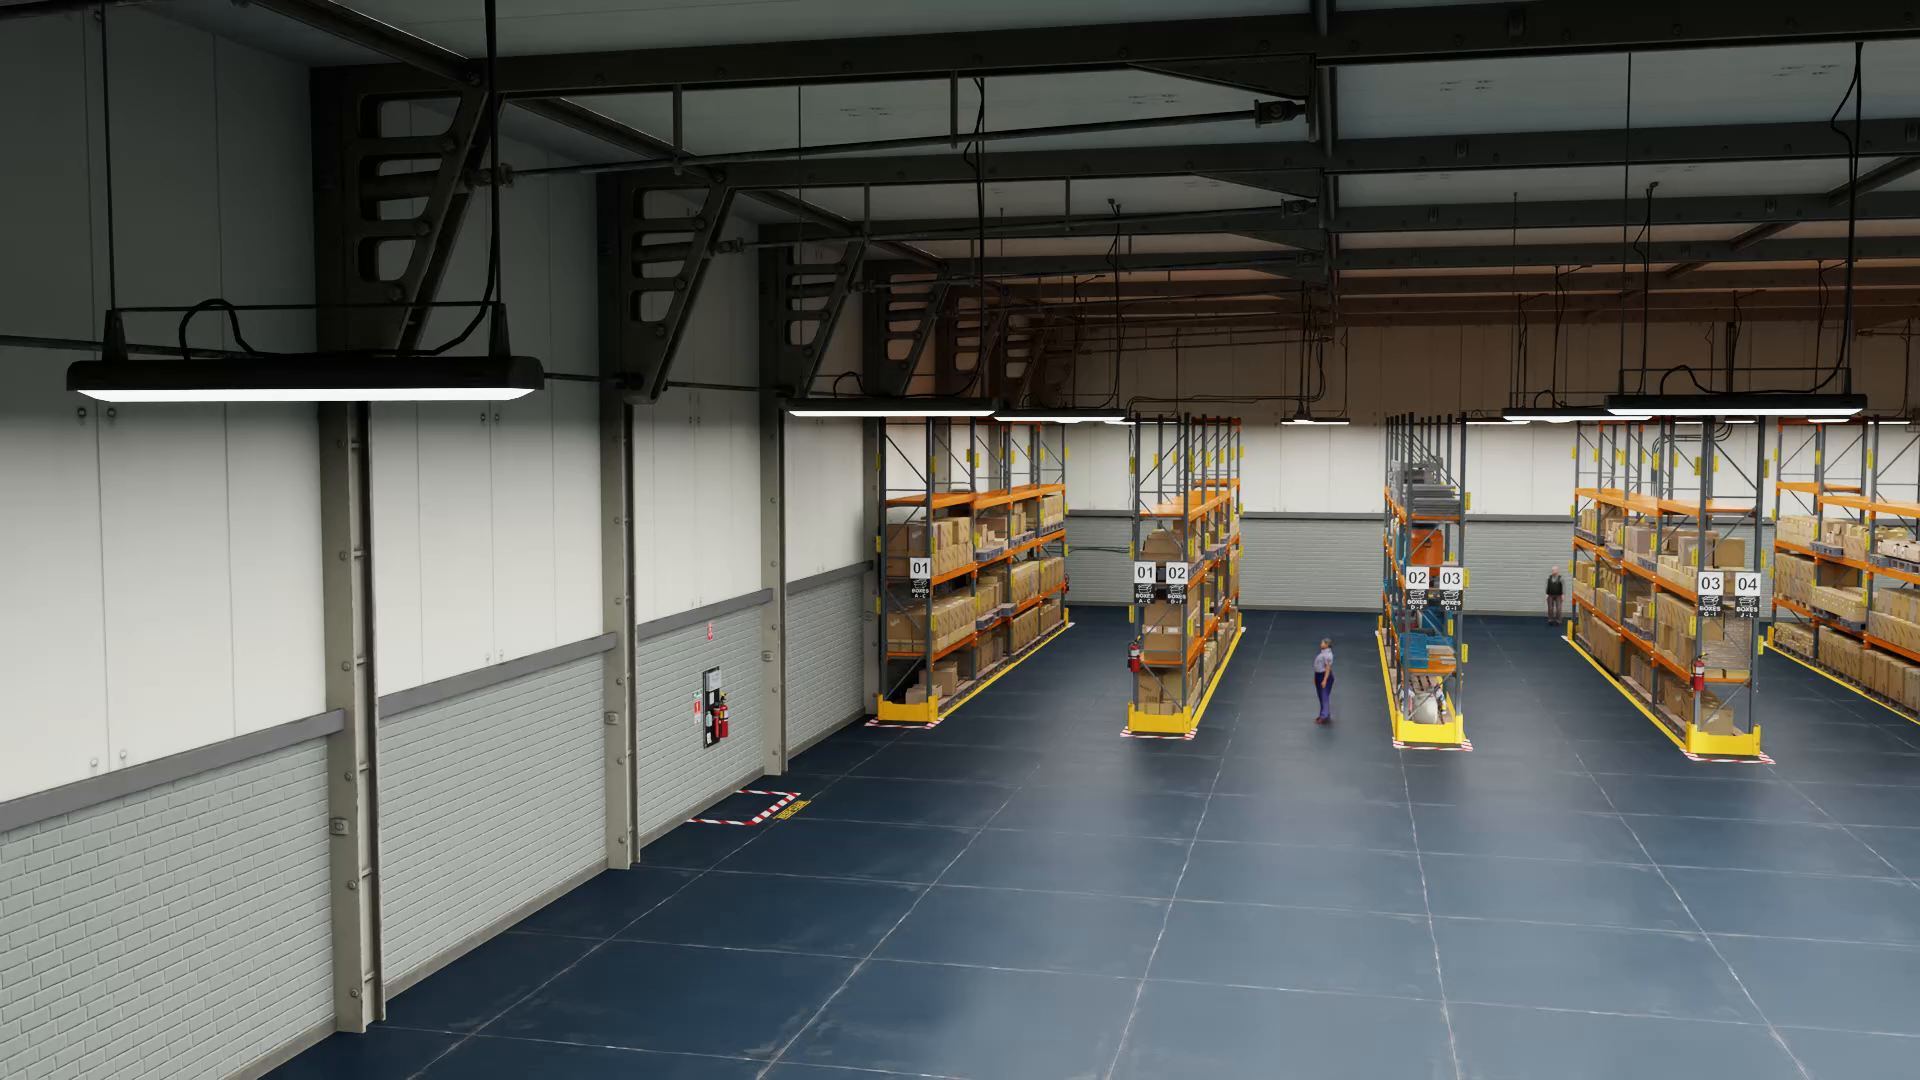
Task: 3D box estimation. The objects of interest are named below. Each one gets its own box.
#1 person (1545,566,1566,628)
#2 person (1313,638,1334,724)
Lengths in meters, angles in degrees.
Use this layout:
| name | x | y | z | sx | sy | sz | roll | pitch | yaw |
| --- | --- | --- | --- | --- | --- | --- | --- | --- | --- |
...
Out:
| name | x | y | z | sx | sy | sz | roll | pitch | yaw |
| --- | --- | --- | --- | --- | --- | --- | --- | --- | --- |
| person | 17.167 | 1.635 | 47.930 | 0.556 | 1.739 | 0.599 | 1 | 4 | 12 |
| person | 7.033 | 2.738 | 32.314 | 0.508 | 1.648 | 0.491 | -1 | 4 | -19 |
